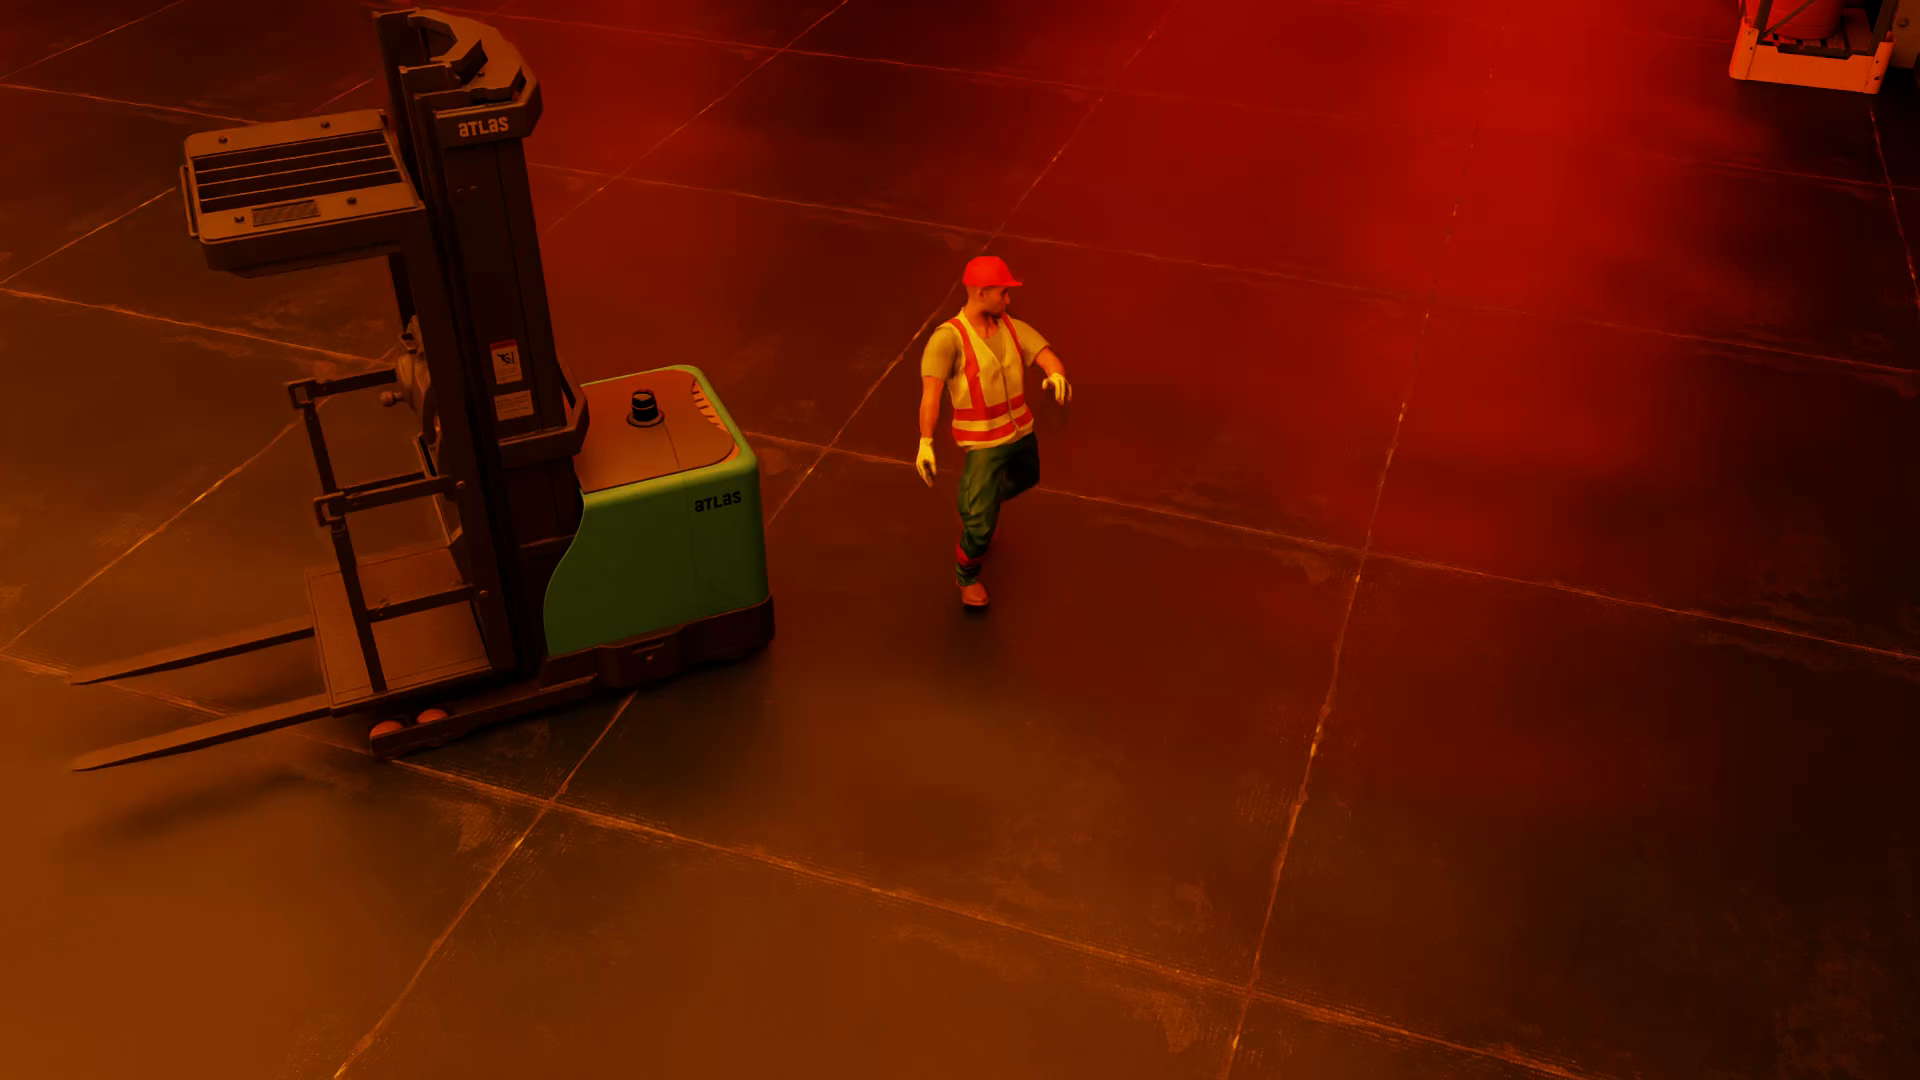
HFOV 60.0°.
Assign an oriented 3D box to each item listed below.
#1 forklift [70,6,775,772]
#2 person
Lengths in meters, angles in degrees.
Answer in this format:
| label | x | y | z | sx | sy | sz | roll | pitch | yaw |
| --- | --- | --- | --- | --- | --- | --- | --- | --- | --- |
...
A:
| label | x | y | z | sx | sy | sz | roll | pitch | yaw |
| --- | --- | --- | --- | --- | --- | --- | --- | --- | --- |
| forklift | -2.441 | -0.585 | 6.937 | 3.031 | 2.935 | 1.130 | -14 | 38 | -19 |
| person | 0.123 | -0.451 | 7.858 | 0.870 | 1.624 | 0.859 | 26 | 43 | 32 |
